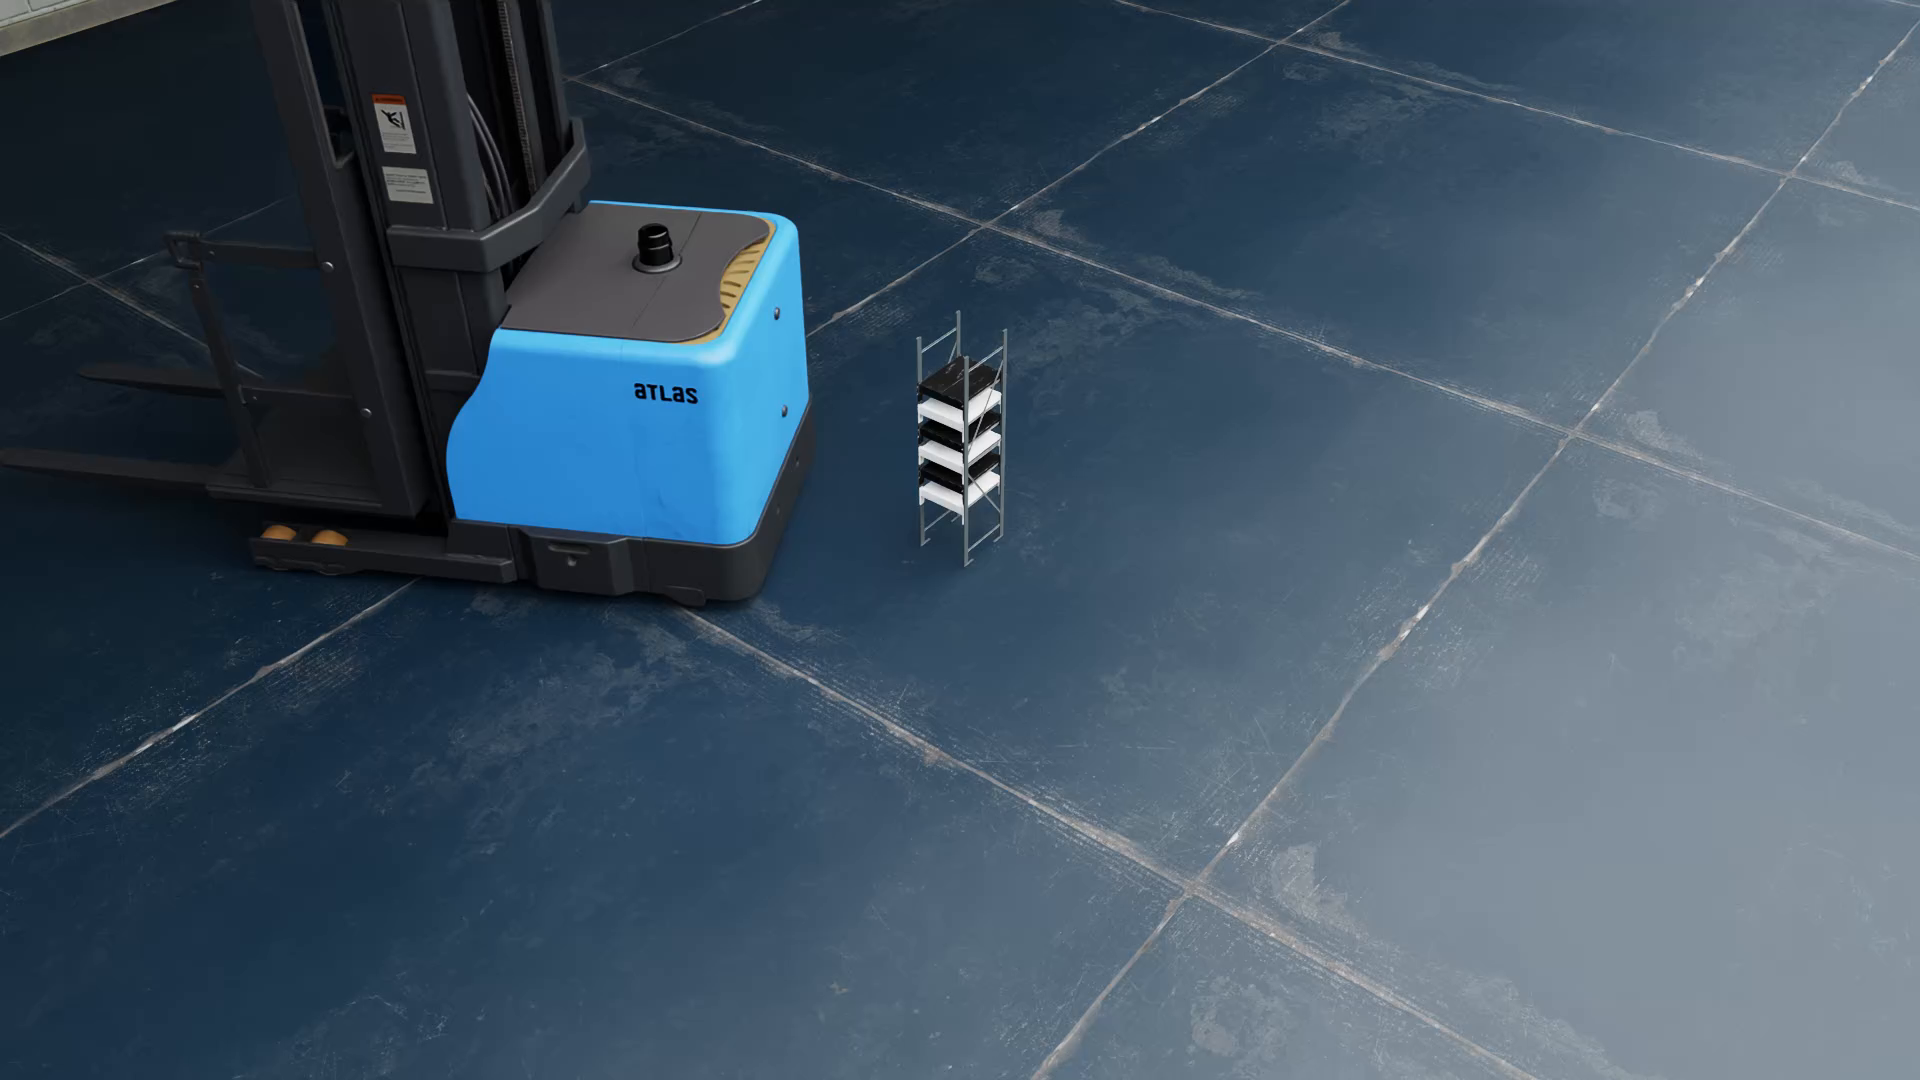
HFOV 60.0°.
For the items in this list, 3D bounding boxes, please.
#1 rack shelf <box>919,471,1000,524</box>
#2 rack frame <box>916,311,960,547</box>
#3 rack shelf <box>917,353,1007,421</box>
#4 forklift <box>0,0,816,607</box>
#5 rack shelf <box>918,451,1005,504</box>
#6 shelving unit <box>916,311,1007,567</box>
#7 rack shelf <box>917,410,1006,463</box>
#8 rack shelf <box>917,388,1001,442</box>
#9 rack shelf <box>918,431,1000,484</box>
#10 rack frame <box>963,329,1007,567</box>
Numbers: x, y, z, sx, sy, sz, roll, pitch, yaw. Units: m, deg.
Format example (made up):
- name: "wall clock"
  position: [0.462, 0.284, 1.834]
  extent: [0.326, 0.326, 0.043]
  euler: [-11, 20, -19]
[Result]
- name: "rack shelf"
  position: [0.006, -0.183, 6.100]
  extent: [0.200, 0.077, 0.258]
  euler: [25, 45, 29]
- name: "rack frame"
  position: [-0.074, -0.389, 6.017]
  extent: [0.006, 0.900, 0.240]
  euler: [25, 45, 29]
- name: "rack shelf"
  position: [0.006, -0.538, 5.823]
  extent: [0.200, 0.077, 0.258]
  euler: [25, 45, 29]
- name: "forklift"
  position: [-2.135, -1.339, 5.582]
  extent: [3.031, 2.935, 1.130]
  euler: [6, 38, 7]
- name: "rack shelf"
  position: [0.006, -0.254, 6.045]
  extent: [0.200, 0.077, 0.258]
  euler: [25, 45, 29]
- name: "shelving unit"
  position: [0.006, -0.351, 5.969]
  extent: [0.210, 0.900, 0.258]
  euler: [25, 45, 29]
- name: "rack shelf"
  position: [0.006, -0.396, 5.934]
  extent: [0.200, 0.077, 0.258]
  euler: [25, 45, 29]
- name: "rack shelf"
  position: [0.006, -0.467, 5.878]
  extent: [0.200, 0.077, 0.258]
  euler: [25, 45, 29]
- name: "rack shelf"
  position: [0.006, -0.325, 5.989]
  extent: [0.200, 0.077, 0.258]
  euler: [25, 45, 29]
- name: "rack frame"
  position: [0.087, -0.313, 5.920]
  extent: [0.006, 0.900, 0.240]
  euler: [25, 45, 29]
